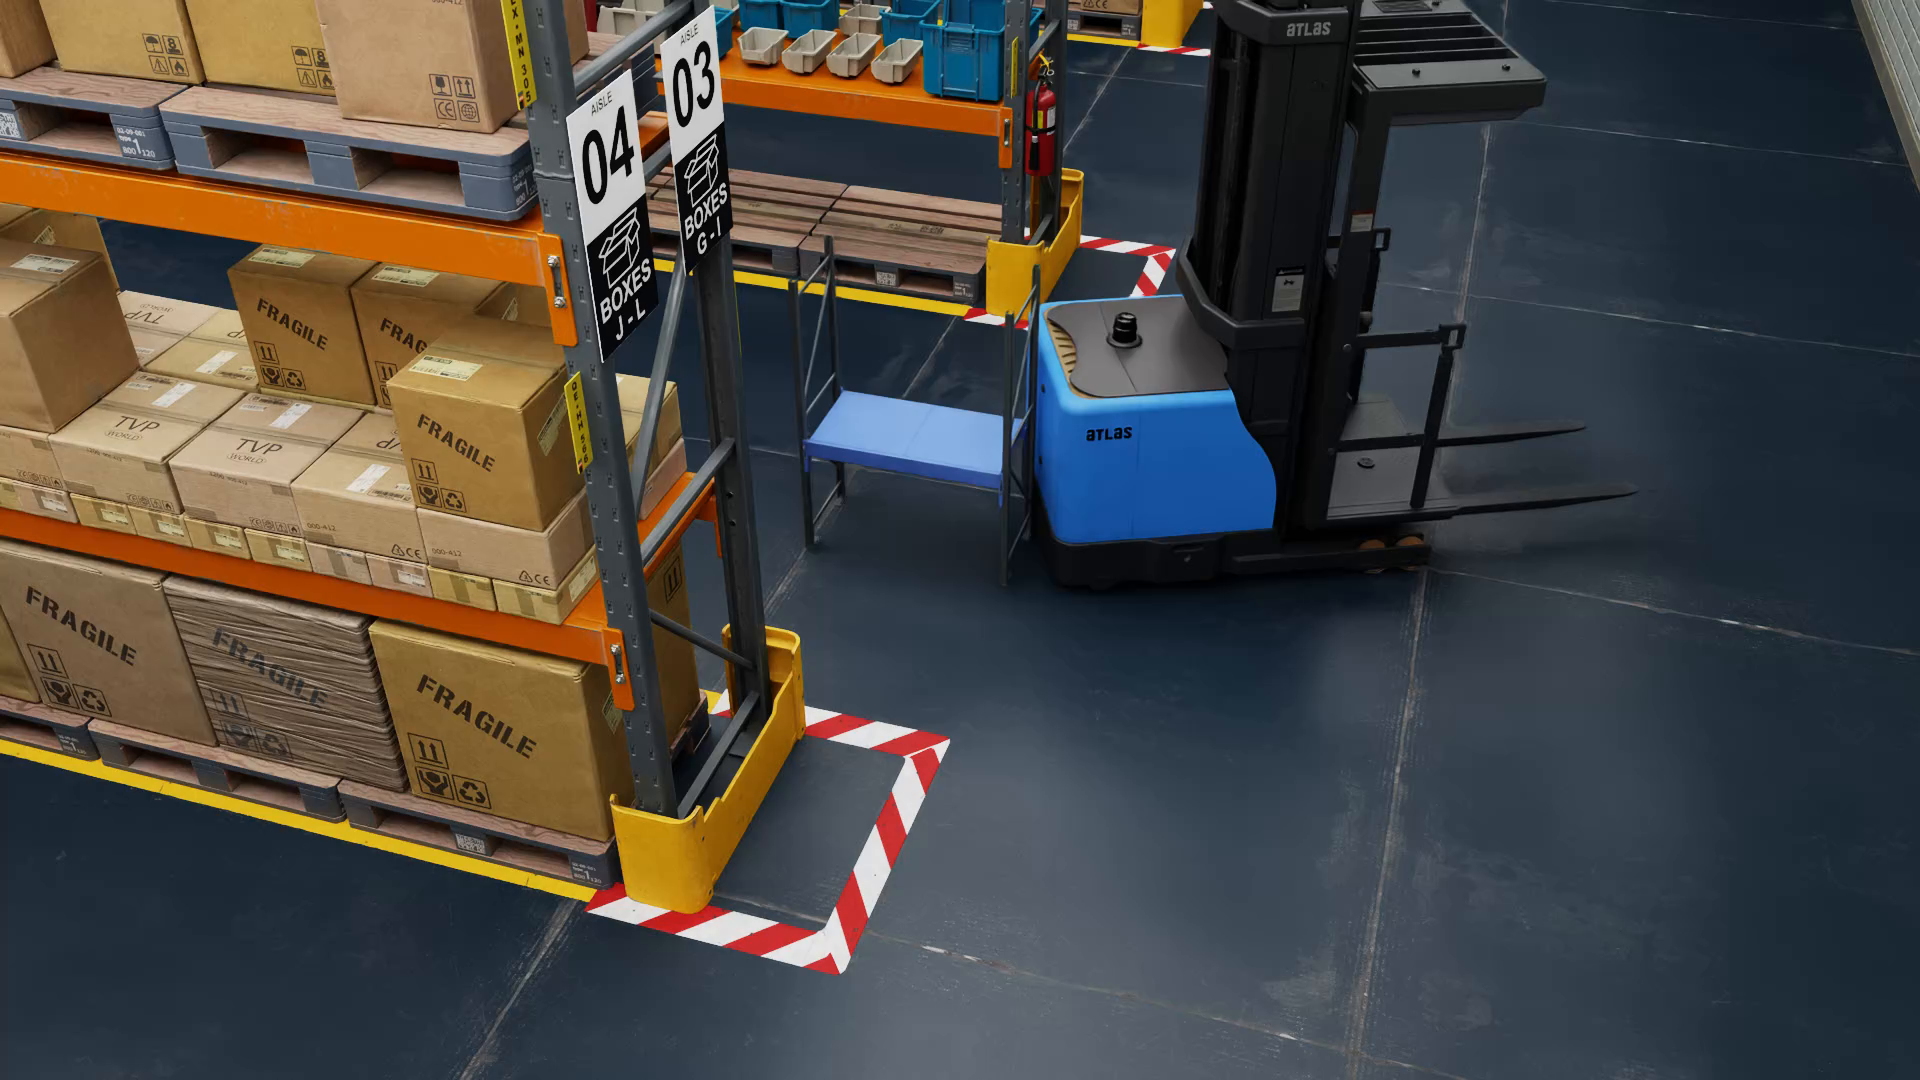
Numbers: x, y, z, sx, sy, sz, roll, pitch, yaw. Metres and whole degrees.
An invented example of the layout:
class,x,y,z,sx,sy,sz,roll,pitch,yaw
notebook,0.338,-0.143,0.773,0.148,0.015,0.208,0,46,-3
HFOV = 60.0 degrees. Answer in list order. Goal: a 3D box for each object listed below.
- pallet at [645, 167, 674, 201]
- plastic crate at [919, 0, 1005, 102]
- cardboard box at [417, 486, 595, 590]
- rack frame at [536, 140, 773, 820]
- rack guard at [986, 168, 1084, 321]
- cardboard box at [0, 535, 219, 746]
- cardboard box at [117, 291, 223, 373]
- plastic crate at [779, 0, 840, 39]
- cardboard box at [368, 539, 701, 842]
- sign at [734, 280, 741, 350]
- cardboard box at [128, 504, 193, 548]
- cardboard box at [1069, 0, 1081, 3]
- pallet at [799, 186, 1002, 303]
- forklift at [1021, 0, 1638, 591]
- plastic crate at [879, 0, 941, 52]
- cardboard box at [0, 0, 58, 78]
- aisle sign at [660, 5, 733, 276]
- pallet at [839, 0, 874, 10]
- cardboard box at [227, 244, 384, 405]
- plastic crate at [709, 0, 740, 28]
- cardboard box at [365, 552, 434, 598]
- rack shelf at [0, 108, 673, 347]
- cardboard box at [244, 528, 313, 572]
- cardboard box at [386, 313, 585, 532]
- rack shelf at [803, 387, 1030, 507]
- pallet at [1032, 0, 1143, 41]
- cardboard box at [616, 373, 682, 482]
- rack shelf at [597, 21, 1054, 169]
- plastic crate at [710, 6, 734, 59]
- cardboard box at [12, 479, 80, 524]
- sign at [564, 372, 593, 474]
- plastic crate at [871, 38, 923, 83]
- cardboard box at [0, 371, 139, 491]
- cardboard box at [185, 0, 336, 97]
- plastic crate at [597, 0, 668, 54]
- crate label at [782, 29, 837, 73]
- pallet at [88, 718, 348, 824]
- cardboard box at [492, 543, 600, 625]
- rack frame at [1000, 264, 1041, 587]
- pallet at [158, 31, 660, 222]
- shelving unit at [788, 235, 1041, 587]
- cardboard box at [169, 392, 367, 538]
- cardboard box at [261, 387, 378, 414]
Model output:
class,x,y,z,sx,sy,sz,roll,pitch,yaw
pallet,-2.648,-2.388,11.502,1.213,0.211,1.003,10,38,14
plastic crate,0.081,-2.904,9.770,0.499,0.435,0.616,10,38,14
cardboard box,-1.562,-0.105,5.923,0.500,0.250,0.500,10,38,13
rack frame,-1.020,-0.110,6.054,0.127,3.000,1.000,10,38,14
rack guard,0.483,-1.909,10.607,0.348,0.500,1.175,10,38,14
cardboard box,-3.373,0.191,7.084,0.875,0.875,0.875,10,38,14
cardboard box,-3.357,-0.767,6.822,0.500,0.250,0.500,11,38,15
plastic crate,-0.938,-3.332,10.522,0.300,0.233,0.416,10,38,14
cardboard box,-1.655,0.509,6.651,0.875,0.875,0.875,10,38,14
sign,-0.849,-0.803,6.199,0.005,0.325,0.100,10,38,14
cardboard box,-2.917,-0.156,6.328,0.250,0.149,0.380,11,38,15
cardboard box,0.985,-4.830,14.485,0.250,0.166,0.380,10,38,14
pallet,-0.319,-1.957,10.916,1.213,0.211,1.003,10,38,14
forklift,1.882,-1.322,7.759,3.031,2.935,1.130,-5,37,-6
plastic crate,-0.309,-3.215,10.364,0.300,0.233,0.416,10,38,14
cardboard box,-3.105,-1.900,5.433,0.500,0.500,0.700,12,38,16
aisle sign,-0.862,-1.314,5.497,0.004,0.787,0.394,10,38,14
pallet,-1.226,-5.176,15.290,1.213,0.211,1.003,10,38,14
cardboard box,-2.372,-0.885,6.351,0.500,0.500,0.500,10,37,13
plastic crate,-1.610,-3.400,10.695,0.466,0.136,0.293,10,38,14
cardboard box,-1.948,0.024,6.083,0.250,0.149,0.380,11,38,14
rack shelf,-2.929,-1.382,5.858,4.000,0.370,1.077,10,38,14
cardboard box,-2.434,-0.065,6.205,0.250,0.149,0.380,10,37,13
cardboard box,-1.564,-0.409,5.703,0.500,0.500,0.500,11,38,14
rack shelf,-0.202,-0.463,8.103,1.000,0.185,0.538,10,38,14
pallet,1.103,-4.745,14.704,1.213,0.211,1.003,10,38,14
cardboard box,-1.398,-0.407,6.333,0.500,0.250,0.500,10,37,13
rack shelf,-1.452,-2.976,10.555,4.000,0.370,1.077,10,38,14
plastic crate,-1.580,-3.087,10.189,0.300,0.233,0.416,10,38,14
cardboard box,-3.418,-0.246,6.451,0.250,0.149,0.380,11,38,14
sign,-1.195,-0.367,5.227,0.005,0.325,0.100,10,38,14
plastic crate,-0.376,-2.872,9.978,0.243,0.136,0.396,10,38,14
cardboard box,-3.499,-0.466,6.413,0.500,0.250,0.500,11,38,15
cardboard box,-2.034,-1.797,5.292,0.500,0.500,0.700,9,37,12
plastic crate,-1.959,-3.222,10.331,0.530,0.282,0.437,10,38,14
crate label,-0.921,-2.967,10.107,0.243,0.136,0.396,10,38,14
pallet,-2.968,0.699,7.307,1.213,0.211,1.003,10,38,14
cardboard box,-1.458,0.115,5.961,0.250,0.149,0.380,11,38,15
rack frame,0.284,-0.519,7.875,0.032,1.500,0.500,10,38,14
pallet,-1.732,-1.407,5.361,1.213,0.211,1.003,10,38,14
shelving unit,-0.202,-0.608,7.996,1.048,1.500,0.538,10,38,14
cardboard box,-2.532,-0.285,6.167,0.500,0.250,0.500,9,37,12
cardboard box,-2.375,-0.586,6.576,0.500,0.250,0.500,9,37,12
